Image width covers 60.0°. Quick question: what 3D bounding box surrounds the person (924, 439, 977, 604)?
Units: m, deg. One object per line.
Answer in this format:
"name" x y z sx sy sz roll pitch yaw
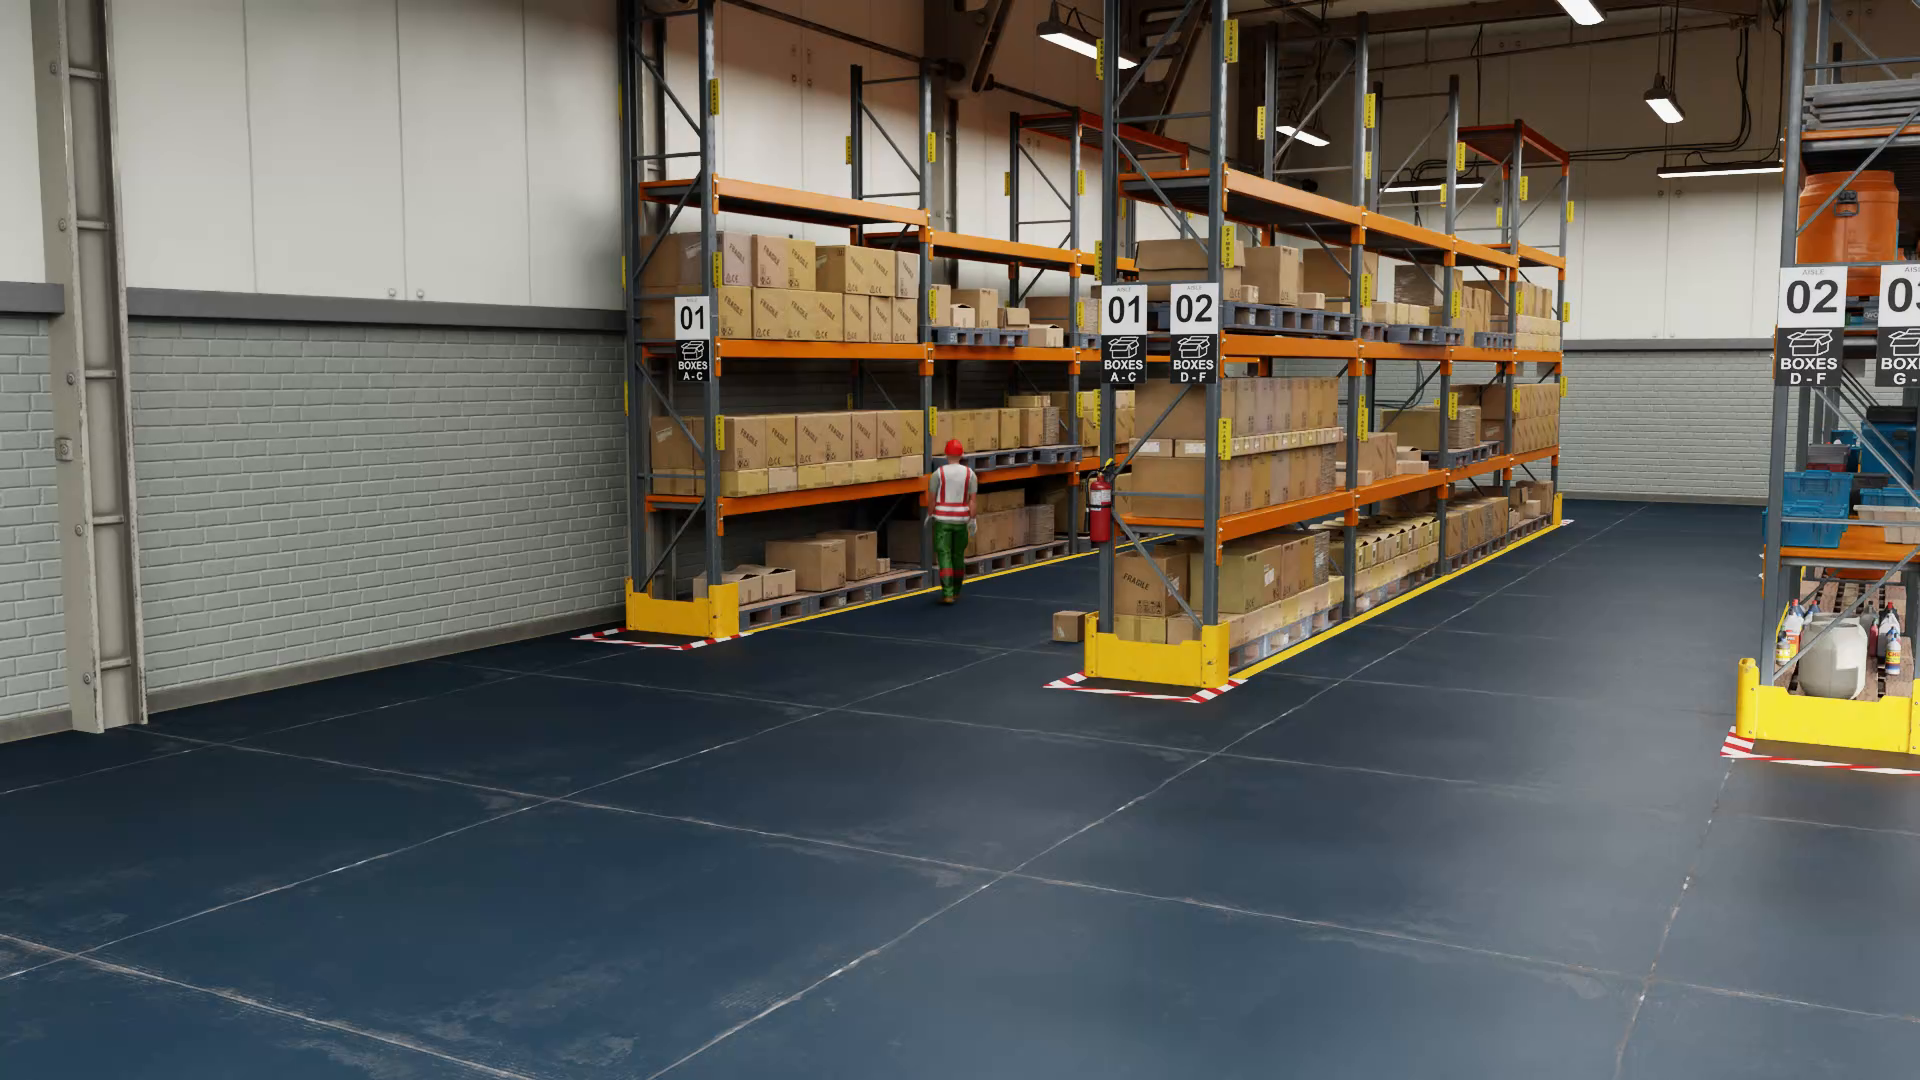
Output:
"person" -0.117 -0.214 18.146 0.544 1.779 0.749 -2 6 -15
